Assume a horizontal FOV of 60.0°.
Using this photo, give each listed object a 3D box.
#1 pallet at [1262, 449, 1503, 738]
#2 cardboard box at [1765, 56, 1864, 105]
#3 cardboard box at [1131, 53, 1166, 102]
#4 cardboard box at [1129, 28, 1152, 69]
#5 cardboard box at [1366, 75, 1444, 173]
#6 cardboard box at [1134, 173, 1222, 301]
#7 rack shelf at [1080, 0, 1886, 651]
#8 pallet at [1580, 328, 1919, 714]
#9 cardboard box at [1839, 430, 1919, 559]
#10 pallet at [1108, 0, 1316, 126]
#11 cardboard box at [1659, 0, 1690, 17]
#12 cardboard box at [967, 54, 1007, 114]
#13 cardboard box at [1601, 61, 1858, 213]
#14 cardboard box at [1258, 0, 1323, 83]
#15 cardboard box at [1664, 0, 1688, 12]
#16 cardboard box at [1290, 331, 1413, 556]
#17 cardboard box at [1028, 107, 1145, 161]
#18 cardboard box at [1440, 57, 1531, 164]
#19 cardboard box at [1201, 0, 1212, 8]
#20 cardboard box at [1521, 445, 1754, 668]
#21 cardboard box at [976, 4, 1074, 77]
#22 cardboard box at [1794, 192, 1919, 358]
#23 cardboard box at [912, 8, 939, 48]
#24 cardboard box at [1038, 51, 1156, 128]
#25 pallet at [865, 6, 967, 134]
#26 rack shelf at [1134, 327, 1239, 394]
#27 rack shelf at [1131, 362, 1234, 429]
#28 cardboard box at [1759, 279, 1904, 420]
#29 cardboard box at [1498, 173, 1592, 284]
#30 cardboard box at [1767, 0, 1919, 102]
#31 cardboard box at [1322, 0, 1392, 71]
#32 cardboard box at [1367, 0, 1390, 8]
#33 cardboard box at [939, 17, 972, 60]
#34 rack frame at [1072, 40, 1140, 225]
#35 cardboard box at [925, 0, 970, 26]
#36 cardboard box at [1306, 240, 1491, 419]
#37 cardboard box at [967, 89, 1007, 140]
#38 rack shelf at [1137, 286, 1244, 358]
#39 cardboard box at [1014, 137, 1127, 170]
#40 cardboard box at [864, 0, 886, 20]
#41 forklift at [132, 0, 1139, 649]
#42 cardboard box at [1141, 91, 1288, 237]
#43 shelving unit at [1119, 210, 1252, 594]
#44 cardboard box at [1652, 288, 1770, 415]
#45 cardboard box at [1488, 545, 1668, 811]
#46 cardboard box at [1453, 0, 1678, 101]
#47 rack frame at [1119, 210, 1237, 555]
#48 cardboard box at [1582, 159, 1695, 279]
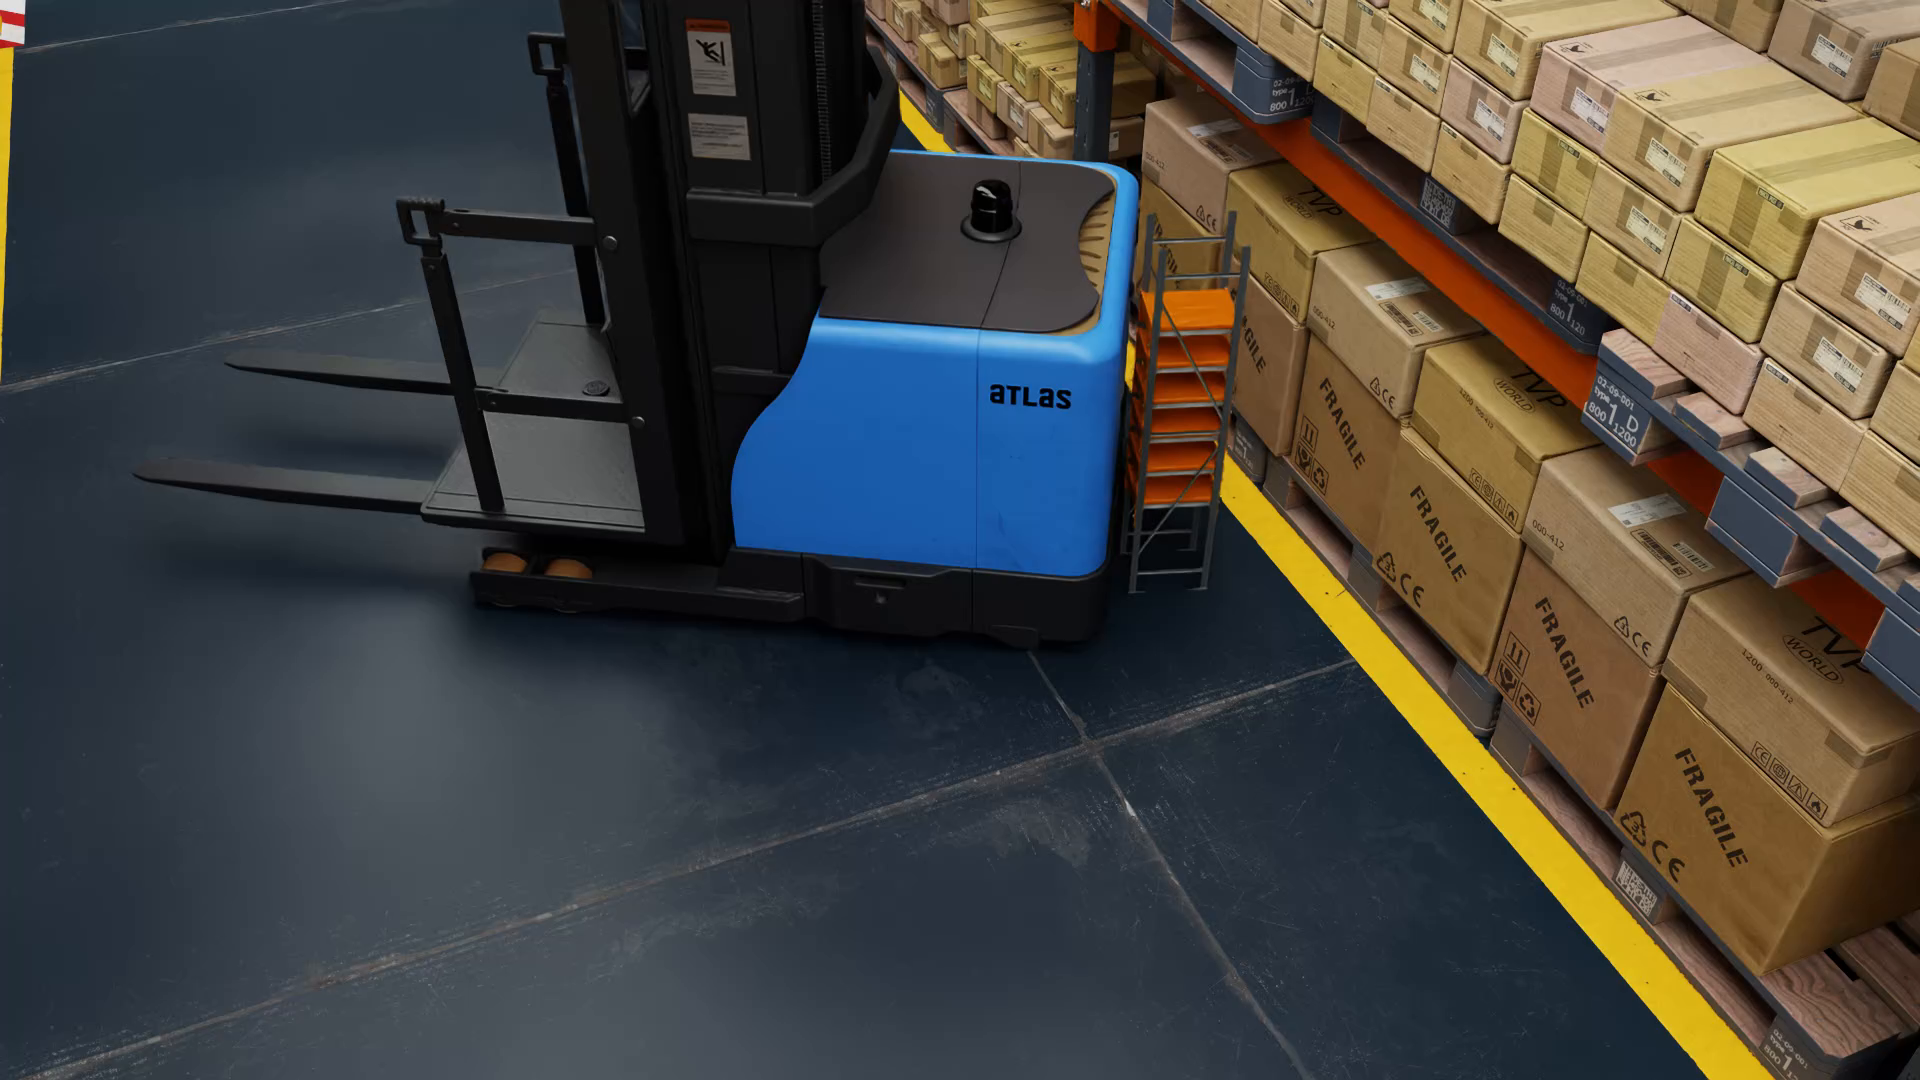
[{"bbox_3d":[1.669,-0.010,5.100,1.003,0.211,1.213,-15,43,-17],"label":"pallet"},{"bbox_3d":[2.028,-1.006,3.761,0.380,0.149,0.250,-15,43,-17],"label":"cardboard box"},{"bbox_3d":[0.877,-1.891,6.785,0.380,0.149,0.250,-15,43,-17],"label":"cardboard box"},{"bbox_3d":[0.909,-2.016,6.702,0.380,0.149,0.250,-13,42,-15],"label":"cardboard box"},{"bbox_3d":[1.223,-1.046,4.037,0.380,0.149,0.250,-17,44,-19],"label":"cardboard box"},{"bbox_3d":[0.937,-0.972,5.675,0.500,0.500,0.500,-14,43,-15],"label":"cardboard box"},{"bbox_3d":[1.665,-0.795,4.425,1.077,0.370,4.000,-15,43,-17],"label":"rack shelf"},{"bbox_3d":[2.059,-0.193,3.320,1.213,0.211,1.003,-15,43,-17],"label":"pallet"},{"bbox_3d":[1.817,-0.109,2.947,0.380,0.149,0.250,-14,43,-16],"label":"cardboard box"},{"bbox_3d":[1.058,-1.703,5.077,1.003,0.211,1.213,-15,43,-17],"label":"pallet"},{"bbox_3d":[1.830,-1.318,4.124,0.380,0.149,0.250,-14,43,-15],"label":"cardboard box"},{"bbox_3d":[0.252,-1.891,6.784,0.380,0.149,0.250,-17,43,-18],"label":"cardboard box"},{"bbox_3d":[1.519,-0.803,3.297,0.380,0.149,0.250,-14,43,-16],"label":"cardboard box"},{"bbox_3d":[1.022,-1.362,4.404,0.380,0.149,0.250,-17,44,-19],"label":"cardboard box"},{"bbox_3d":[1.836,-1.421,4.017,0.380,0.149,0.250,-16,43,-17],"label":"cardboard box"},{"bbox_3d":[1.354,-0.342,4.942,0.500,0.500,0.500,-14,43,-16],"label":"cardboard box"},{"bbox_3d":[0.485,-1.574,6.416,0.380,0.149,0.250,-14,43,-16],"label":"cardboard box"},{"bbox_3d":[1.325,-1.000,3.755,0.380,0.149,0.250,-14,43,-16],"label":"cardboard box"},{"bbox_3d":[0.829,-1.667,4.759,0.380,0.149,0.250,-15,43,-17],"label":"cardboard box"},{"bbox_3d":[1.723,-0.006,3.977,0.500,0.250,0.500,-15,43,-16],"label":"cardboard box"},{"bbox_3d":[0.287,-2.018,6.704,0.380,0.149,0.250,-15,43,-17],"label":"cardboard box"},{"bbox_3d":[1.725,-0.485,2.928,0.380,0.149,0.250,-16,43,-17],"label":"cardboard box"},{"bbox_3d":[0.001,-2.299,7.487,0.380,0.149,0.250,-14,43,-16],"label":"cardboard box"},{"bbox_3d":[0.523,-1.725,6.364,0.380,0.149,0.250,-14,43,-16],"label":"cardboard box"},{"bbox_3d":[0.139,-2.347,7.817,1.003,0.211,1.213,-15,43,-17],"label":"pallet"},{"bbox_3d":[0.625,-0.505,4.617,0.258,0.103,0.180,-3,41,-3],"label":"rack shelf"},{"bbox_3d":[0.625,-0.414,4.695,0.258,0.103,0.180,-3,41,-3],"label":"rack shelf"},{"bbox_3d":[1.717,-0.384,3.038,0.380,0.149,0.250,-14,43,-15],"label":"cardboard box"},{"bbox_3d":[1.428,-0.727,3.665,0.380,0.149,0.250,-17,44,-19],"label":"cardboard box"},{"bbox_3d":[2.031,-1.111,3.656,0.380,0.149,0.250,-13,42,-15],"label":"cardboard box"},{"bbox_3d":[1.132,-1.308,4.113,0.380,0.149,0.250,-16,43,-18],"label":"cardboard box"},{"bbox_3d":[1.121,-1.431,4.028,0.380,0.149,0.250,-14,43,-15],"label":"cardboard box"},{"bbox_3d":[0.131,-2.215,7.161,0.380,0.149,0.250,-14,43,-16],"label":"cardboard box"},{"bbox_3d":[0.900,-2.272,5.592,1.000,3.000,0.127,-15,43,-17],"label":"rack frame"},{"bbox_3d":[0.071,-2.333,7.071,0.380,0.149,0.250,-17,44,-19],"label":"cardboard box"},{"bbox_3d":[1.335,-0.628,4.700,0.500,0.250,0.500,-14,43,-15],"label":"cardboard box"},{"bbox_3d":[0.252,-1.822,6.933,0.380,0.149,0.250,-16,43,-18],"label":"cardboard box"},{"bbox_3d":[0.625,-0.596,4.539,0.258,0.103,0.180,-3,41,-3],"label":"rack shelf"},{"bbox_3d":[0.435,-1.502,6.560,0.380,0.149,0.250,-15,43,-16],"label":"cardboard box"},{"bbox_3d":[-0.252,-2.596,7.833,0.380,0.149,0.250,-17,44,-19],"label":"cardboard box"},{"bbox_3d":[-1.019,-1.227,4.429,3.031,2.935,1.130,5,41,6],"label":"forklift"},{"bbox_3d":[0.938,-1.257,5.431,0.500,0.250,0.500,-17,44,-19],"label":"cardboard box"},{"bbox_3d":[0.625,-0.357,4.745,0.258,1.200,0.189,-3,41,-3],"label":"shelving unit"},{"bbox_3d":[1.624,-0.414,3.301,0.380,0.149,0.250,-14,43,-16],"label":"cardboard box"},{"bbox_3d":[1.742,0.281,4.218,0.500,0.500,0.500,-13,42,-15],"label":"cardboard box"},{"bbox_3d":[1.326,-1.112,3.657,0.380,0.149,0.250,-13,42,-15],"label":"cardboard box"},{"bbox_3d":[0.618,-0.416,4.814,0.240,1.200,0.006,-3,41,-3],"label":"rack frame"},{"bbox_3d":[1.518,-0.692,3.397,0.380,0.149,0.250,-15,43,-17],"label":"cardboard box"}]
